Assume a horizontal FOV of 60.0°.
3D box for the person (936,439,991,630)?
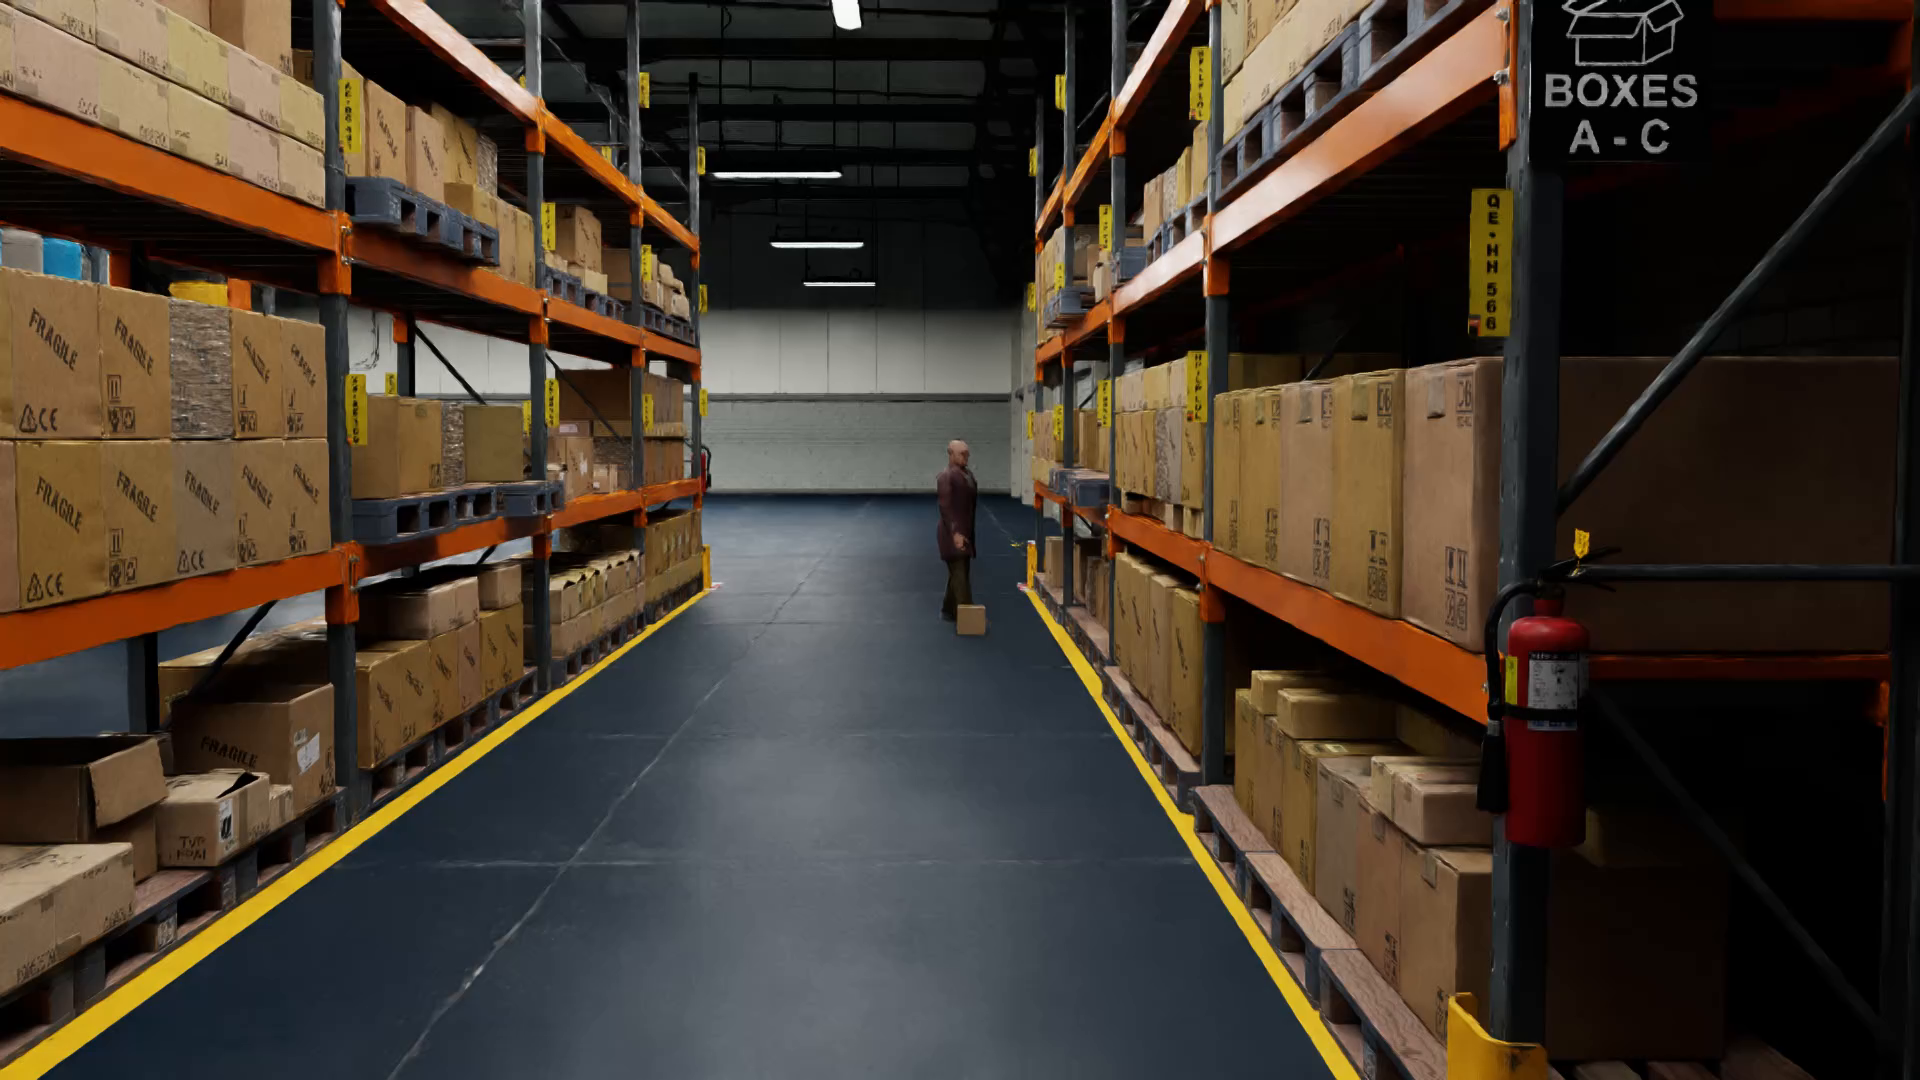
[{"bbox_3d":[0.008,-0.051,15.587,0.652,1.784,0.670,2,4,24],"label":"person"}]
